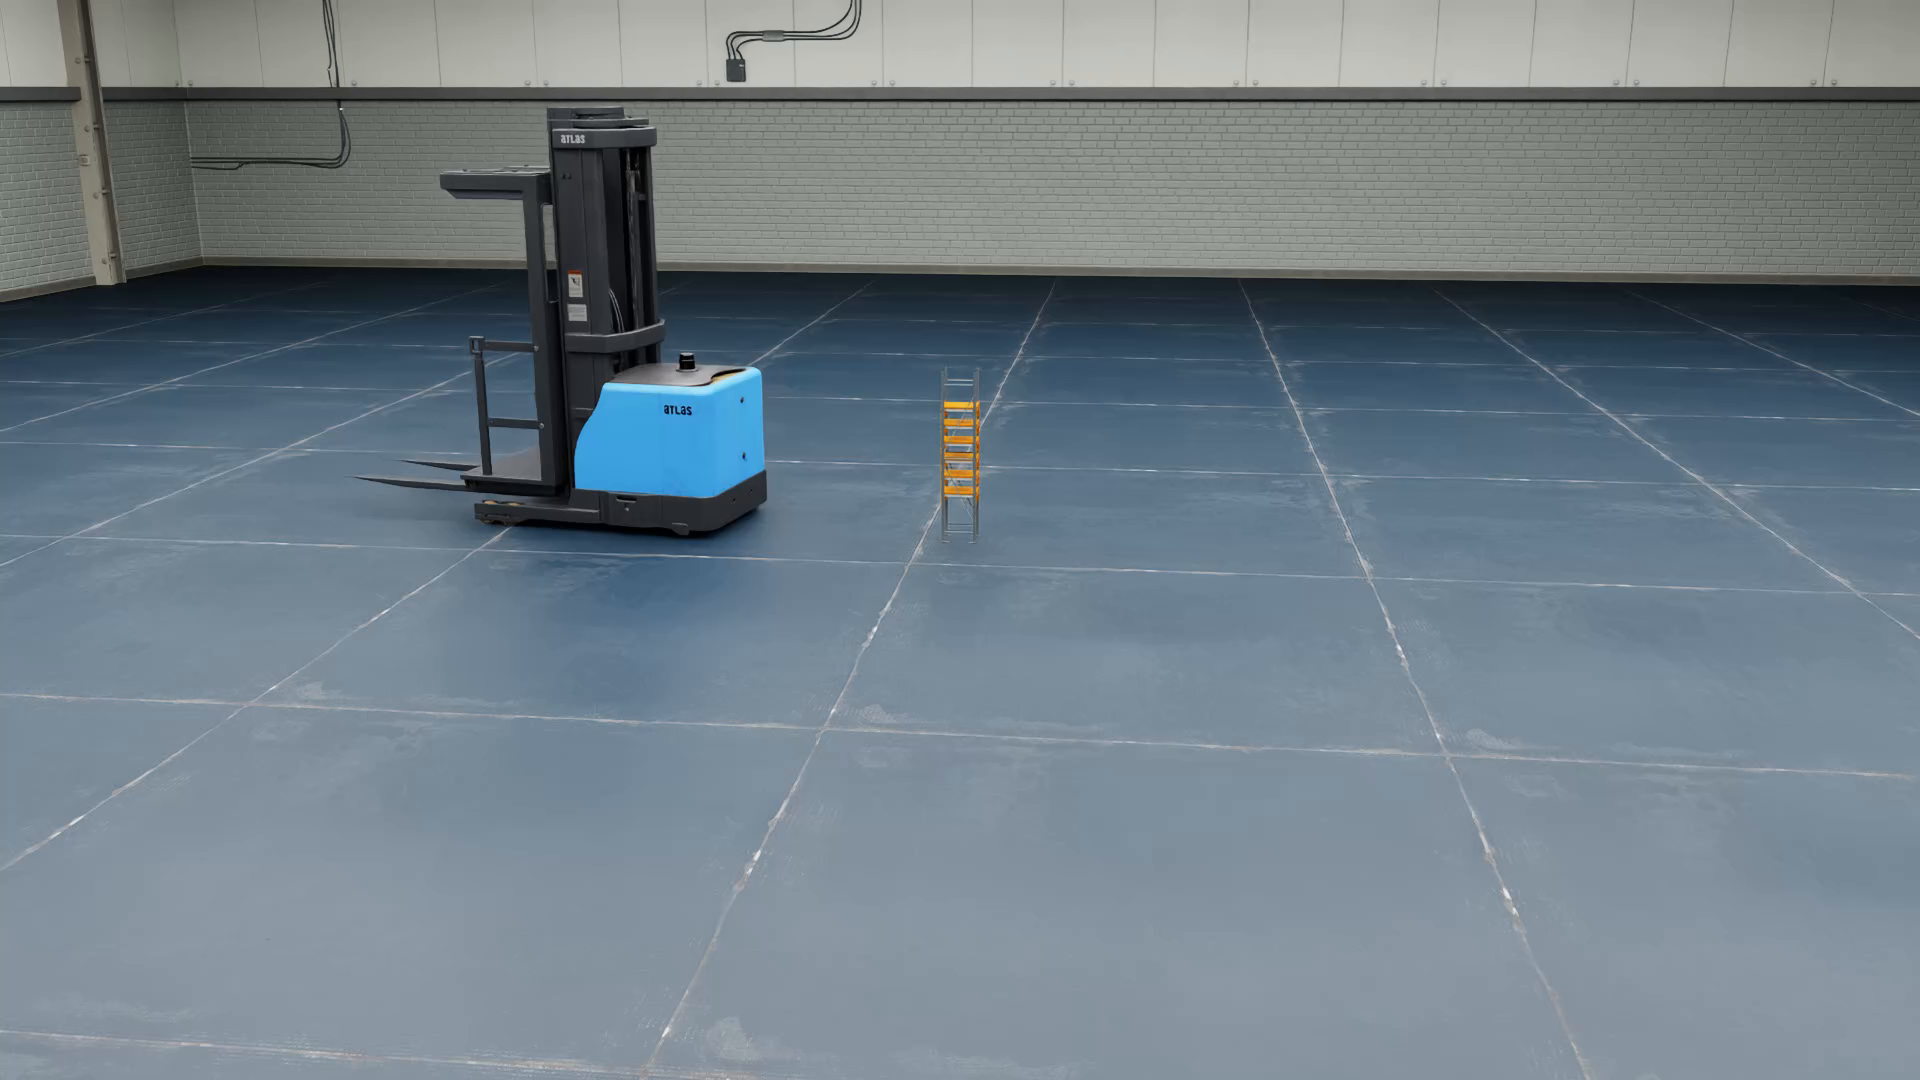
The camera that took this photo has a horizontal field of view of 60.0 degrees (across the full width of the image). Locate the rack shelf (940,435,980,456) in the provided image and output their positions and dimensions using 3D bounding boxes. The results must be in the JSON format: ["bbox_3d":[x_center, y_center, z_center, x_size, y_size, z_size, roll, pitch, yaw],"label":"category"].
[{"bbox_3d":[0.002,-0.656,11.500,0.258,0.103,0.180,2,15,6],"label":"rack shelf"}]

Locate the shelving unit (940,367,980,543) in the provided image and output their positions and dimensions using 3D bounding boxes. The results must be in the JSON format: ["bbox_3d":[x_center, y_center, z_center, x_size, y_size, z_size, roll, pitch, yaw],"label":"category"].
[{"bbox_3d":[0.002,-0.583,11.519,0.258,1.200,0.189,2,15,6],"label":"shelving unit"}]

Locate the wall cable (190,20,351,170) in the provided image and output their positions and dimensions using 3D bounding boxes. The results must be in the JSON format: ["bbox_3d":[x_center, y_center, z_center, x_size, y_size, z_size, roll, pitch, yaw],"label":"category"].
[{"bbox_3d":[-12.214,-7.756,29.053,3.097,2.526,0.112,2,15,6],"label":"wall cable"}]

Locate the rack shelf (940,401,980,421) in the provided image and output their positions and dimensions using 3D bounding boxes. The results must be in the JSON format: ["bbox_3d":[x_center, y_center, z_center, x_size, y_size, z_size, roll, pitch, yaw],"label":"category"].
[{"bbox_3d":[0.002,-0.888,11.437,0.258,0.103,0.180,2,15,6],"label":"rack shelf"}]

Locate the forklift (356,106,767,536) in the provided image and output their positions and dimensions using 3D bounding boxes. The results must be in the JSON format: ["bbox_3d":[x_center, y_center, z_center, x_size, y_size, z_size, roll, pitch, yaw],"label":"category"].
[{"bbox_3d":[-3.022,-1.644,12.128,3.031,2.935,1.130,4,16,16],"label":"forklift"}]

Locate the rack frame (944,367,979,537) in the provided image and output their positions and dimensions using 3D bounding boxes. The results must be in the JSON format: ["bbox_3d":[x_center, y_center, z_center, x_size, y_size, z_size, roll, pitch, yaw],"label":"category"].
[{"bbox_3d":[0.012,-0.607,11.607,0.240,1.200,0.006,2,15,6],"label":"rack frame"}]

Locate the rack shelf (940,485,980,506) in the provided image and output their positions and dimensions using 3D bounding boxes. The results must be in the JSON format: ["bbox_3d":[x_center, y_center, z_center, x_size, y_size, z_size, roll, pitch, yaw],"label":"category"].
[{"bbox_3d":[0.002,-0.308,11.594,0.258,0.103,0.180,2,15,6],"label":"rack shelf"}]

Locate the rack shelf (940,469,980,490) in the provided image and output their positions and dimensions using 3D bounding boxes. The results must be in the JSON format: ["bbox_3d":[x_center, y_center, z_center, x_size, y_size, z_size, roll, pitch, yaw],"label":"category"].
[{"bbox_3d":[0.002,-0.424,11.562,0.258,0.103,0.180,2,15,6],"label":"rack shelf"}]

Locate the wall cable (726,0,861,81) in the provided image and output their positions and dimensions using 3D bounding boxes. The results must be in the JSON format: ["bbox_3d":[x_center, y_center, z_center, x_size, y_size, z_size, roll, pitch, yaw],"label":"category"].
[{"bbox_3d":[-2.783,-10.613,27.155,2.305,6.003,0.169,2,15,6],"label":"wall cable"}]

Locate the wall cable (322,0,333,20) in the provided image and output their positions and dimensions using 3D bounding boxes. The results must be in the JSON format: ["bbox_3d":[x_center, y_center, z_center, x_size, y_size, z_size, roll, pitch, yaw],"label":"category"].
[{"bbox_3d":[-9.525,-10.114,28.099,3.097,2.526,0.112,2,15,6],"label":"wall cable"}]

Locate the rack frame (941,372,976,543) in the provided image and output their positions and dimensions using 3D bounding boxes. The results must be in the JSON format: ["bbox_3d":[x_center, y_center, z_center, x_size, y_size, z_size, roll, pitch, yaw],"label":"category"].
[{"bbox_3d":[-0.009,-0.559,11.432,0.240,1.200,0.006,2,15,6],"label":"rack frame"}]

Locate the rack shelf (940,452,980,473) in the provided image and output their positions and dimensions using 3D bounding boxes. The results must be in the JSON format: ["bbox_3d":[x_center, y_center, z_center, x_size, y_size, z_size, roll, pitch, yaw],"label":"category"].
[{"bbox_3d":[0.002,-0.540,11.531,0.258,0.103,0.180,2,15,6],"label":"rack shelf"}]

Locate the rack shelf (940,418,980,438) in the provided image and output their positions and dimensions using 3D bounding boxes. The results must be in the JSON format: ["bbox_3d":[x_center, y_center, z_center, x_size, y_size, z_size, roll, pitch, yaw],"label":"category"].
[{"bbox_3d":[0.002,-0.772,11.468,0.258,0.103,0.180,2,15,6],"label":"rack shelf"}]

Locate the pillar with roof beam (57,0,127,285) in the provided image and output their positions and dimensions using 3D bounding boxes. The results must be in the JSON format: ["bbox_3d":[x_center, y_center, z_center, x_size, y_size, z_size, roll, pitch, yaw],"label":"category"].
[{"bbox_3d":[-9.582,-8.403,25.497,9.100,9.000,0.400,2,15,6],"label":"pillar with roof beam"}]
